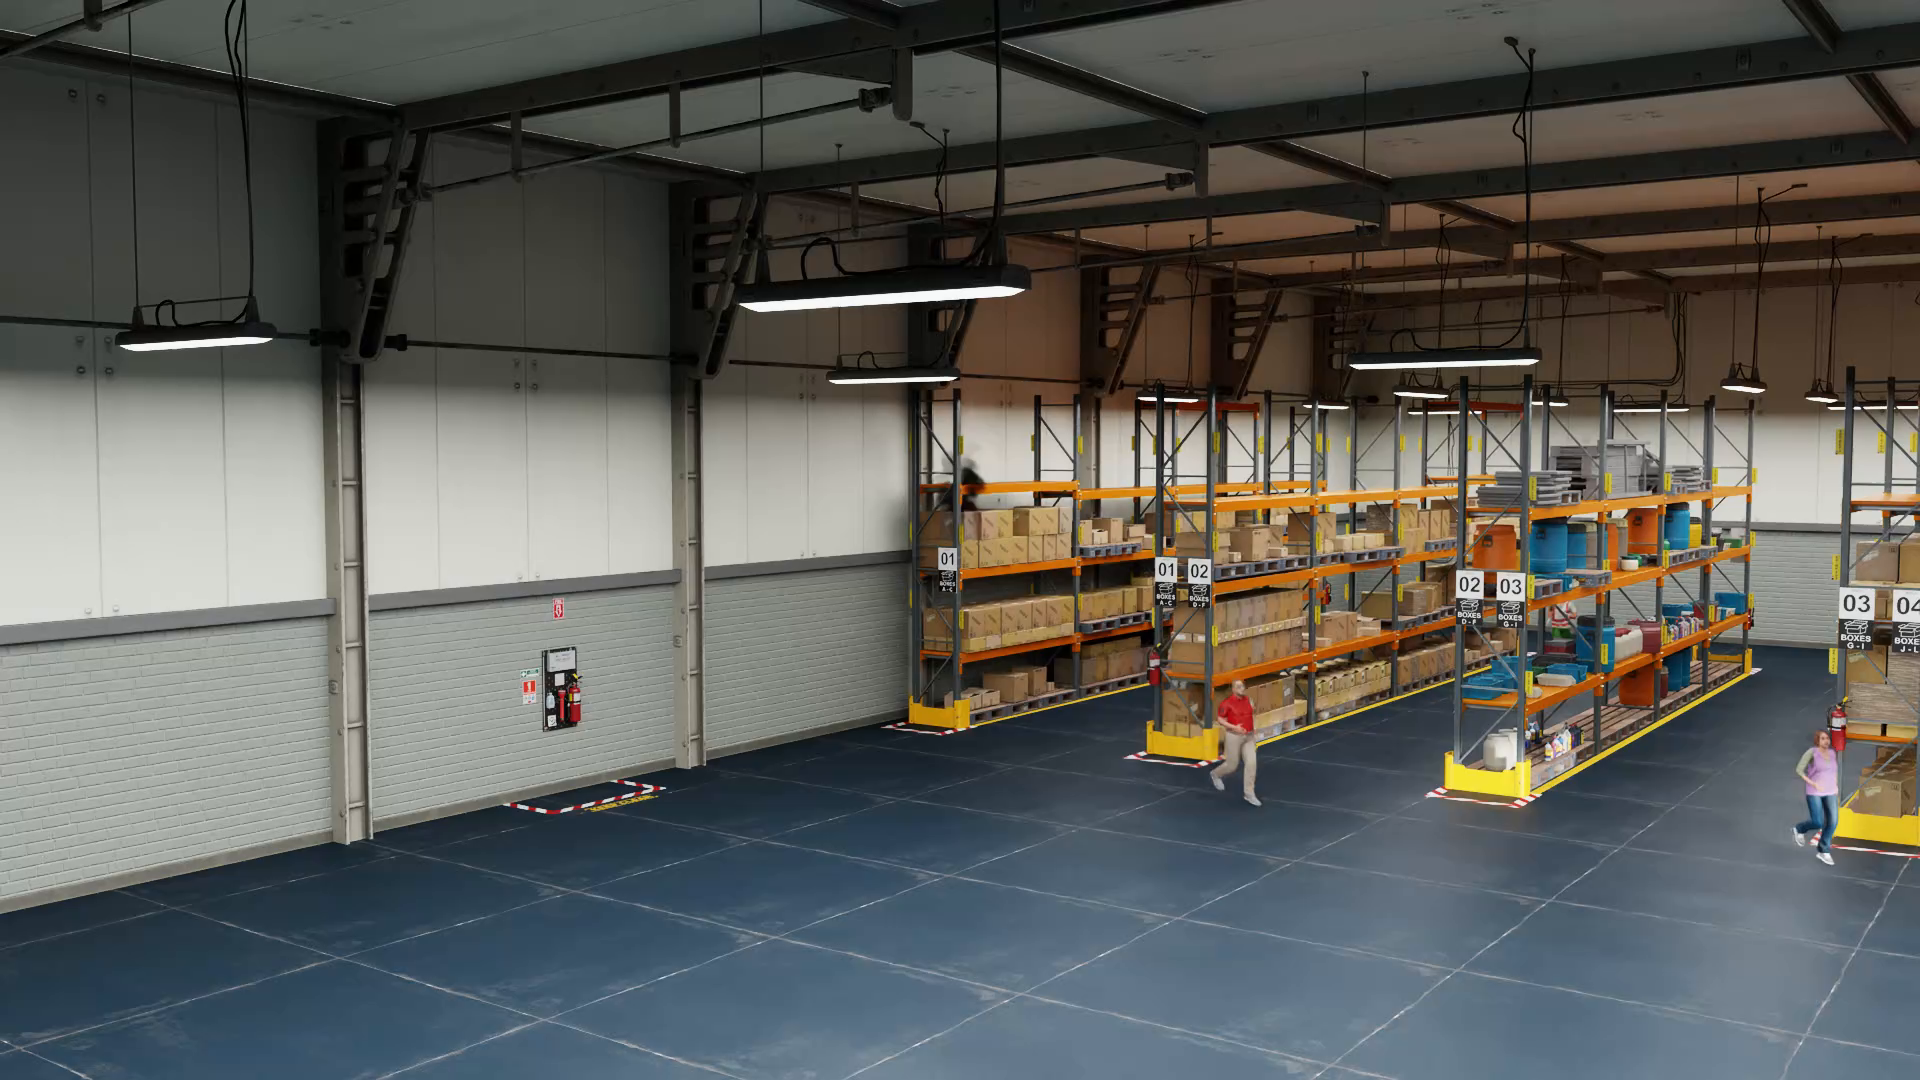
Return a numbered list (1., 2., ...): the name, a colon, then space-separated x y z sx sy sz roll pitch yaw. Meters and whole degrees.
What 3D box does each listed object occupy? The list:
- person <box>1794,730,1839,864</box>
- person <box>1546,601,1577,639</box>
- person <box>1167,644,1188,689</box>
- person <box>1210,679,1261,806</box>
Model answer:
1. person: 10.381 3.080 20.136 0.548 1.580 0.644 0 3 -6
2. person: 13.440 1.962 37.137 0.662 1.770 0.992 2 4 25
3. person: 4.078 2.431 30.828 0.548 1.620 0.584 2 4 27
4. person: 3.911 2.818 23.423 0.675 1.734 0.957 -2 4 -28
